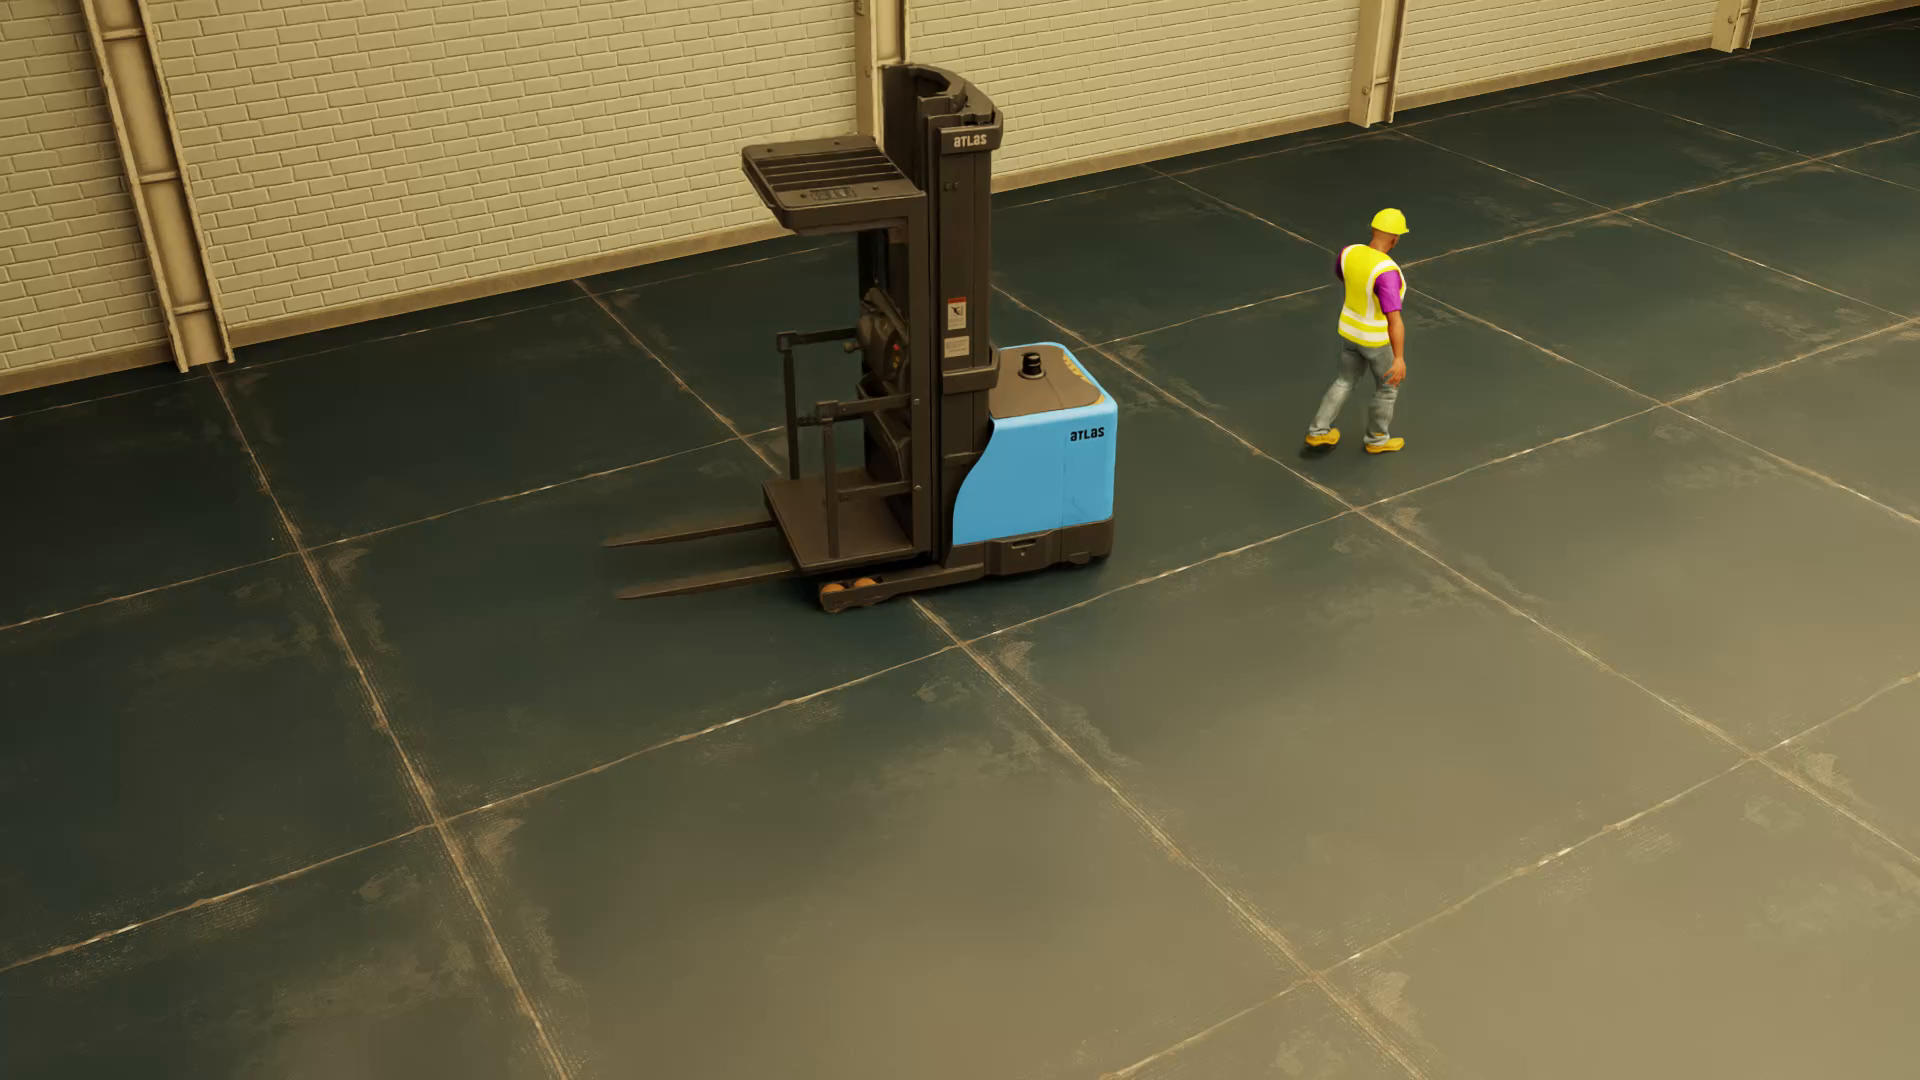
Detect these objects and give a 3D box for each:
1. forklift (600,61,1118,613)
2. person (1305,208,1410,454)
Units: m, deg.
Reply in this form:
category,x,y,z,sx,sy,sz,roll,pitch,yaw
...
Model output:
category,x,y,z,sx,sy,sz,roll,pitch,yaw
forklift,-0.631,-1.135,9.543,3.031,2.935,1.130,-10,32,-15
person,2.763,-1.370,11.095,0.739,1.745,0.982,-16,34,-24
